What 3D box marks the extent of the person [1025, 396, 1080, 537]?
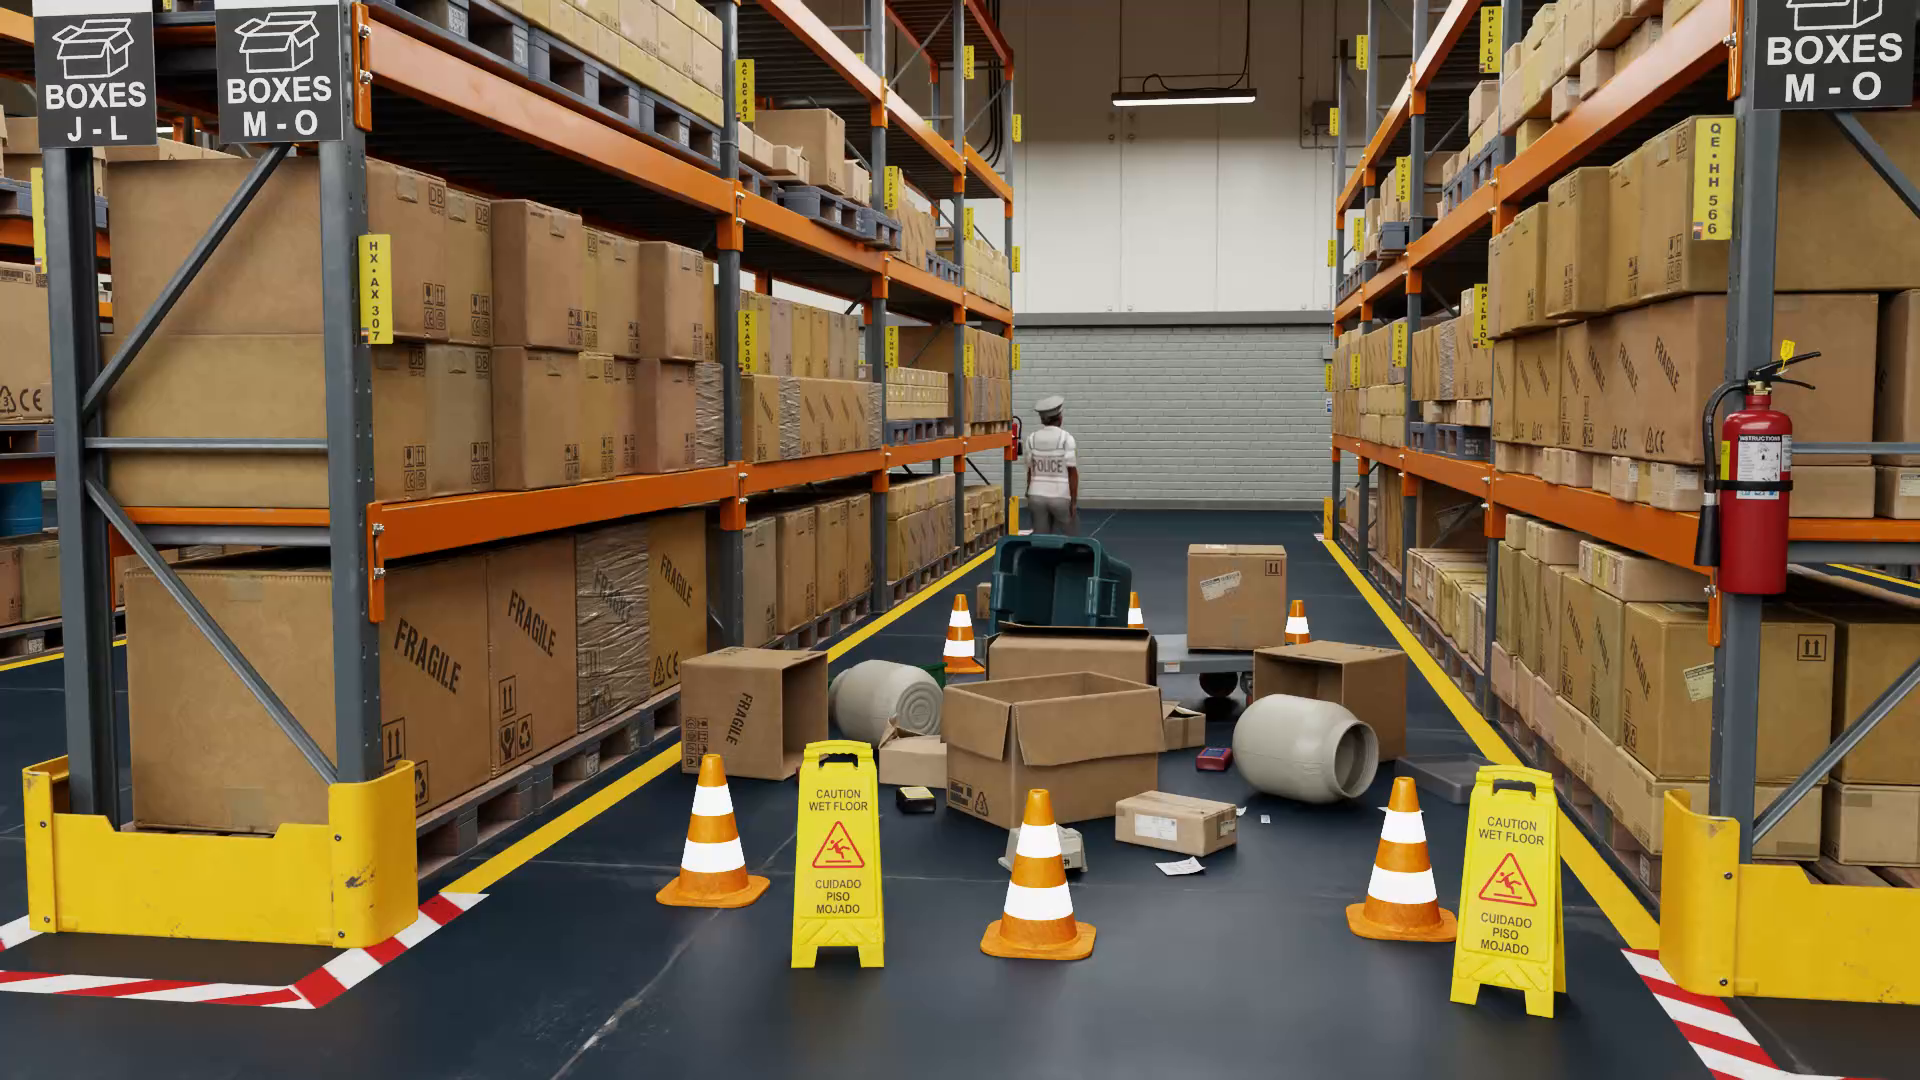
[{"bbox_3d":[0.751,-0.304,13.315,0.453,1.698,0.437,2,5,21],"label":"person"}]
